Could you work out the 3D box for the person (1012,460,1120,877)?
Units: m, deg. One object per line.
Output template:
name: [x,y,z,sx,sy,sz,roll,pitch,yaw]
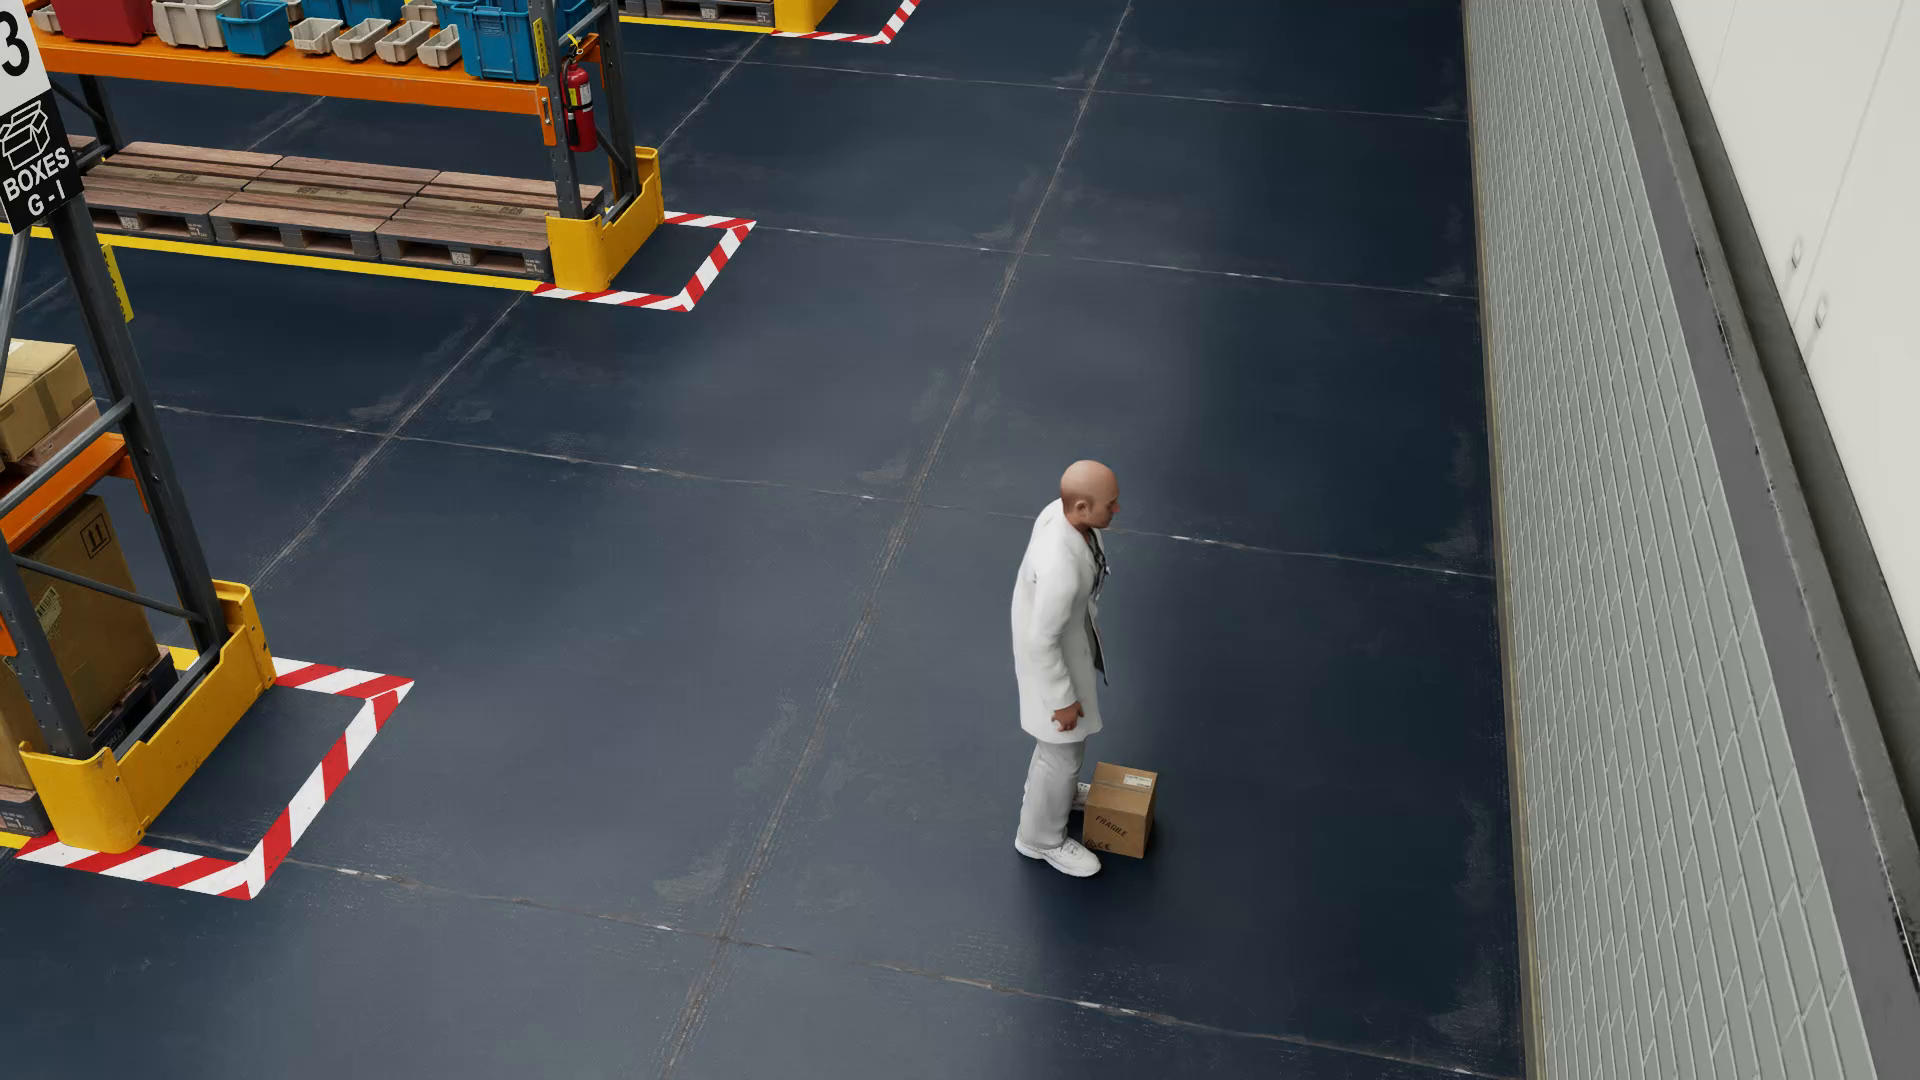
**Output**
person: [0.408,0.456,6.354,0.424,1.774,0.644,8,37,10]
